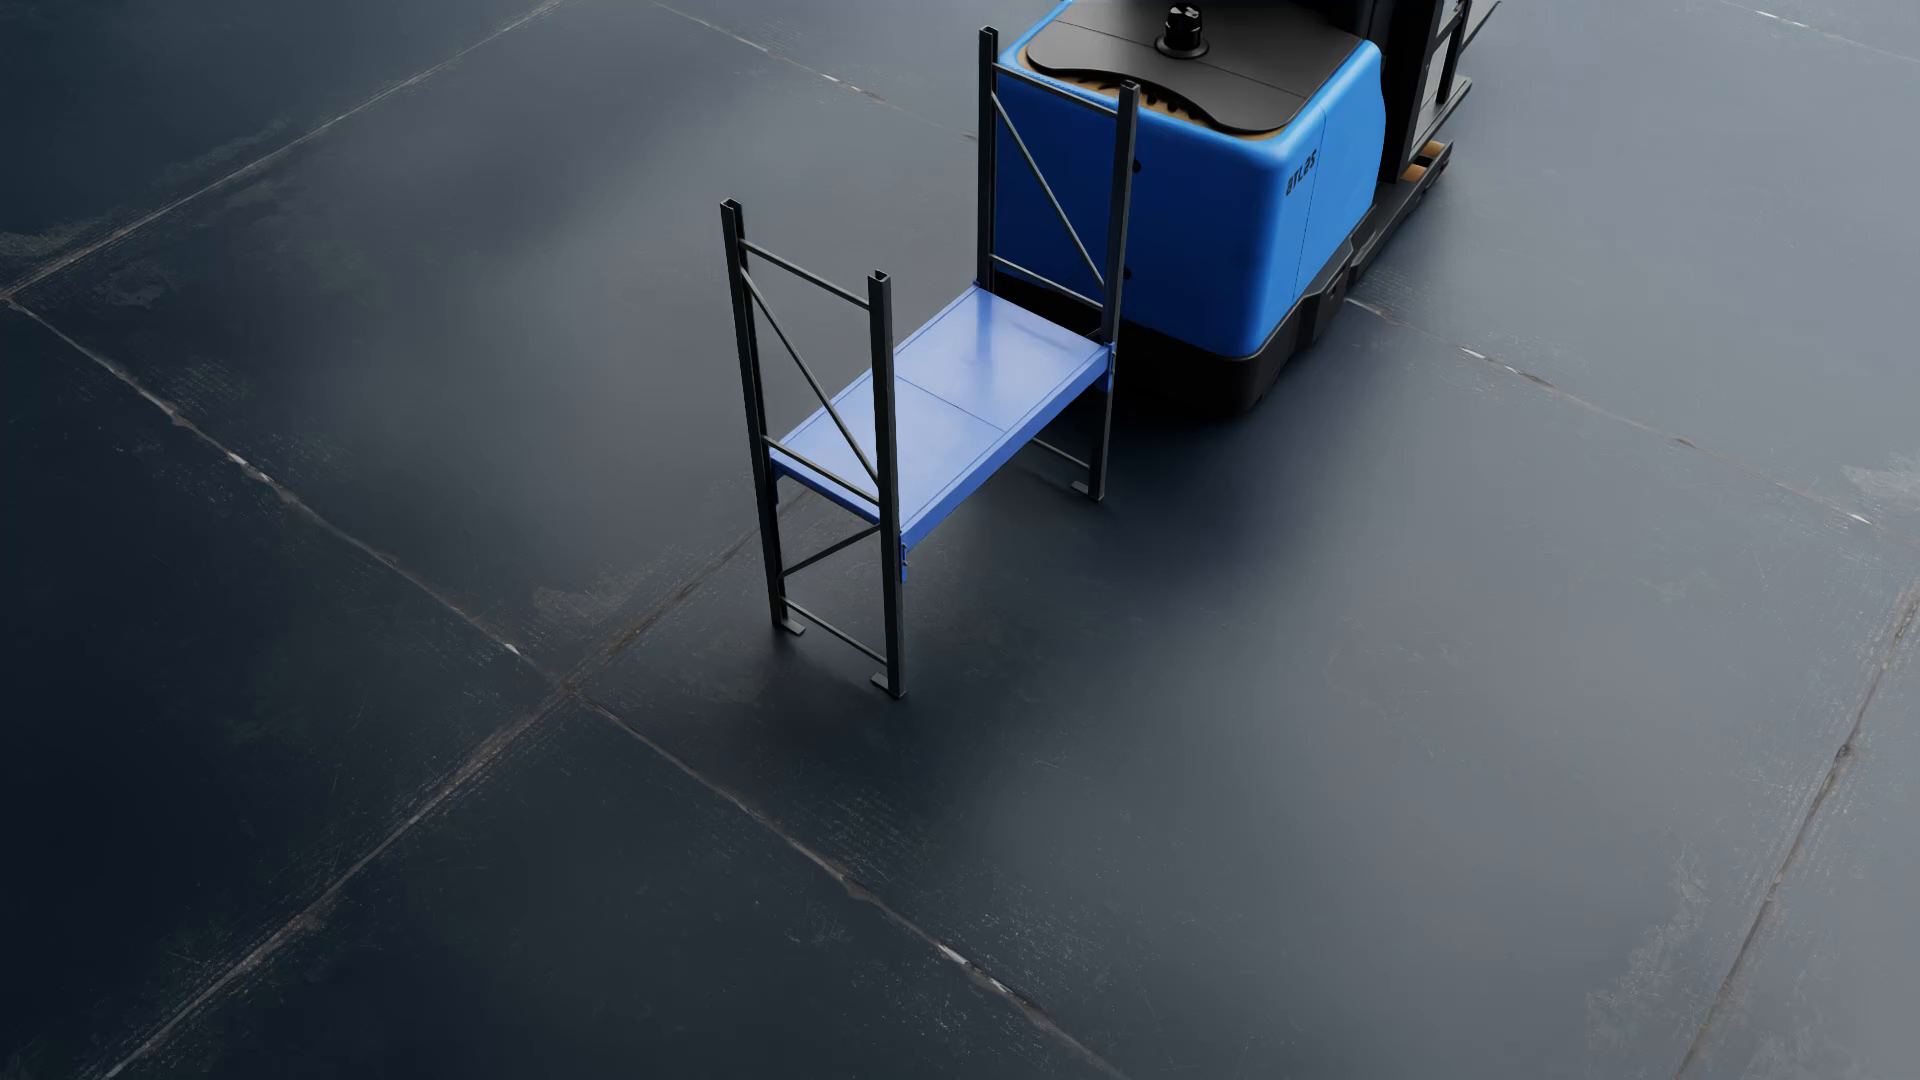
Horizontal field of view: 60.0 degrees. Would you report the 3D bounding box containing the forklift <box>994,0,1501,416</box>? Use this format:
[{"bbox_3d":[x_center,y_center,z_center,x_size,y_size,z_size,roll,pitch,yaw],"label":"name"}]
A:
[{"bbox_3d":[1.286,-2.475,5.587,1.130,2.935,3.031,24,51,22],"label":"forklift"}]

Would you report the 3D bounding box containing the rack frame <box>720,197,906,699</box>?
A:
[{"bbox_3d":[-0.363,-0.178,4.383,0.500,1.500,0.032,29,53,25],"label":"rack frame"}]

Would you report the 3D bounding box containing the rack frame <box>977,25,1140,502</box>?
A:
[{"bbox_3d":[0.259,-0.760,4.939,0.500,1.500,0.032,29,53,25],"label":"rack frame"}]

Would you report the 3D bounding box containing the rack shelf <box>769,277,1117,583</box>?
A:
[{"bbox_3d":[-0.052,-0.345,4.791,0.538,0.185,1.000,29,53,25],"label":"rack shelf"}]

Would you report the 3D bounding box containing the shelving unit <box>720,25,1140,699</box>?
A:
[{"bbox_3d":[-0.052,-0.469,4.661,0.538,1.500,1.048,29,53,25],"label":"shelving unit"}]
